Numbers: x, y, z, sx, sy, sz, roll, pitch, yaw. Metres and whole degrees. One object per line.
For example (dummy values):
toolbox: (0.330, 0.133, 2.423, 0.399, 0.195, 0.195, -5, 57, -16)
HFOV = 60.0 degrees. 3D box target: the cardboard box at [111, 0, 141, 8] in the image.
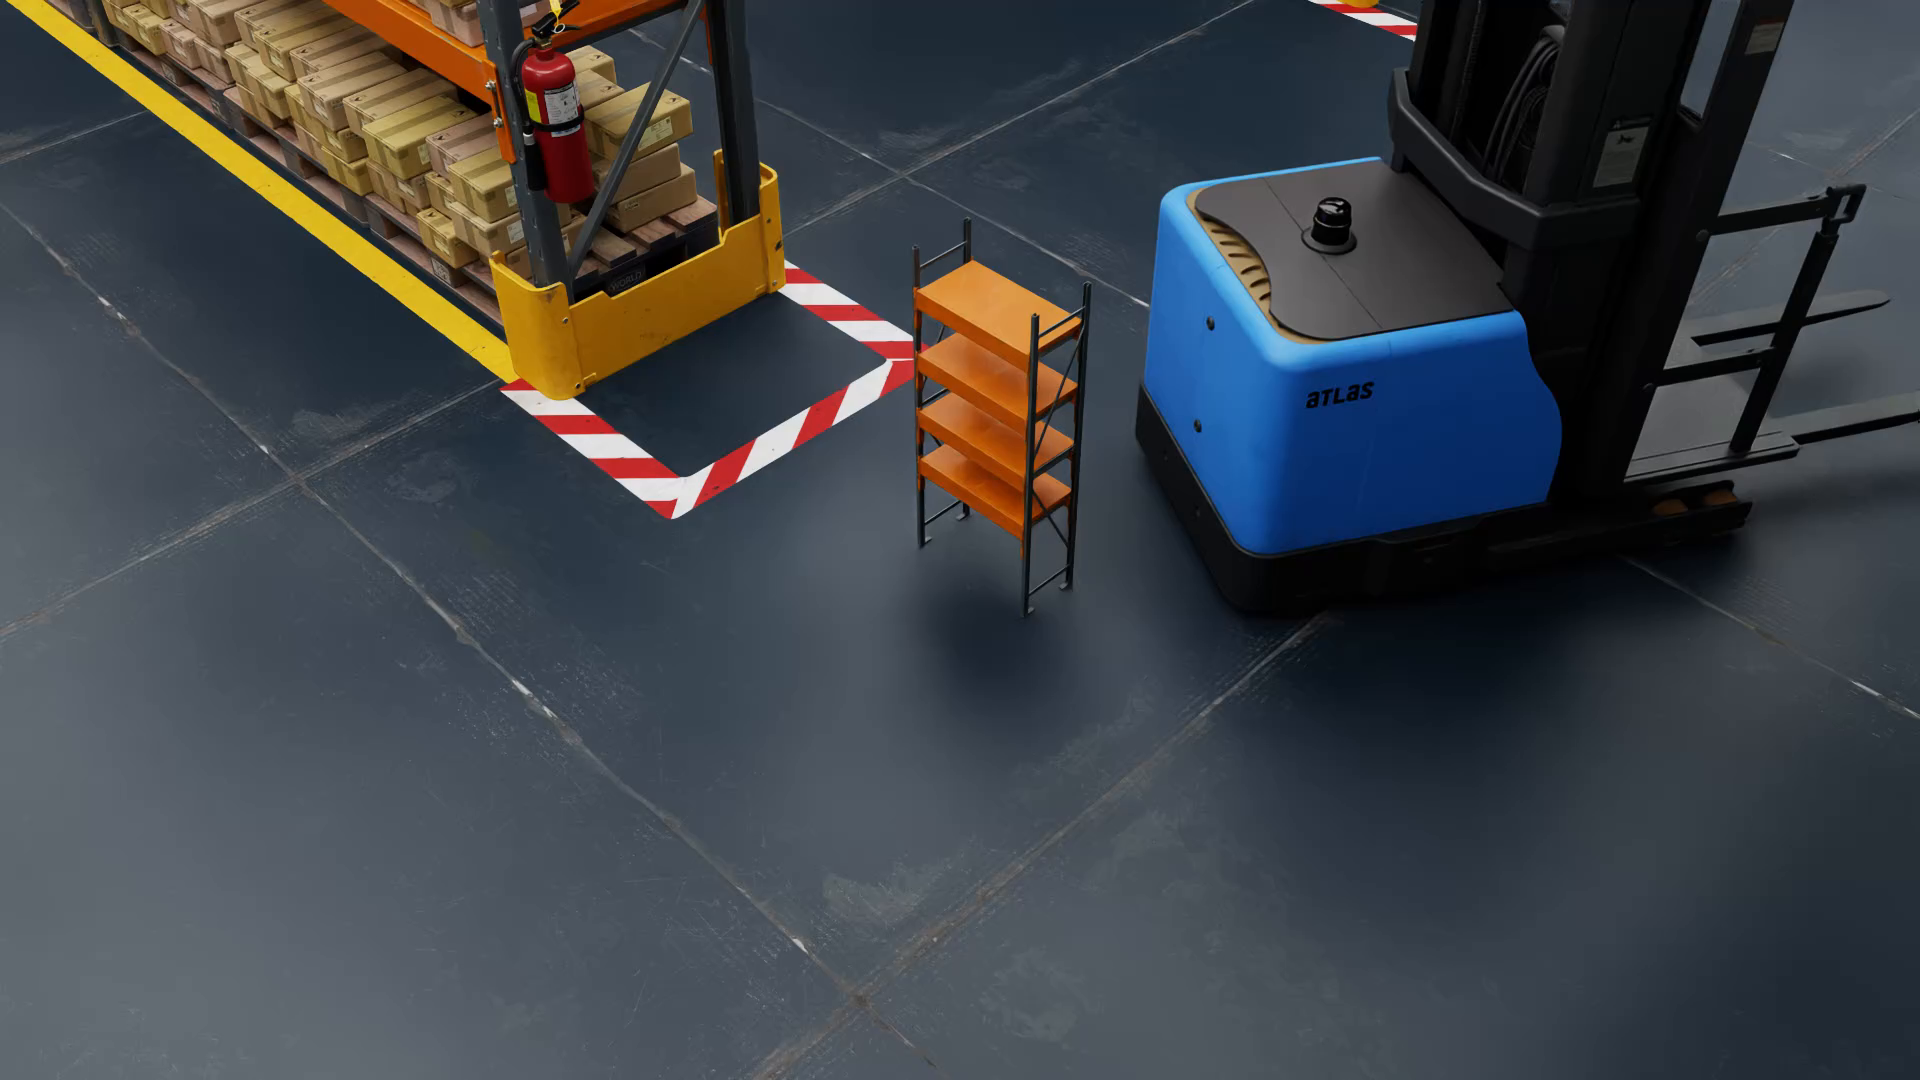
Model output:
cardboard box: (-3.972, -2.750, 8.087, 0.380, 0.149, 0.250, -32, 51, -30)

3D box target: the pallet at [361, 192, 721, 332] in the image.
pallet: (-1.779, -1.358, 7.064, 1.003, 0.211, 1.213, -34, 53, -31)

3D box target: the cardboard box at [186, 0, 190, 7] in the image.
cardboard box: (-3.339, -2.549, 7.651, 0.250, 0.149, 0.380, 33, 52, 30)

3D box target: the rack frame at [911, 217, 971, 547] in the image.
rack frame: (-0.055, -0.478, 5.384, 0.240, 1.200, 0.015, -34, 53, -31)

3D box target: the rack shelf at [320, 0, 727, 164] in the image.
rack shelf: (-2.589, -2.635, 6.922, 1.077, 0.370, 4.000, -34, 53, -31)

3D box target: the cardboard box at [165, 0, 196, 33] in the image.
cardboard box: (-3.532, -2.571, 7.894, 0.250, 0.149, 0.380, 34, 52, 31)

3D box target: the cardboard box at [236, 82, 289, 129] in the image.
cardboard box: (-3.027, -2.035, 7.533, 0.250, 0.149, 0.380, 33, 52, 30)

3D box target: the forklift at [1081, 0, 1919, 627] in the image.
forklift: (2.004, -1.351, 5.052, 3.031, 2.935, 1.130, -11, 44, -11)

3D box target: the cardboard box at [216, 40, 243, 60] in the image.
cardboard box: (-3.166, -2.297, 7.597, 0.380, 0.149, 0.250, -32, 51, -30)

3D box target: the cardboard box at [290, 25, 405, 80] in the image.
cardboard box: (-2.614, -2.046, 7.107, 0.250, 0.149, 0.380, 32, 52, 30)

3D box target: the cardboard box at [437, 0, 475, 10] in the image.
cardboard box: (-1.676, -2.177, 5.603, 0.500, 0.500, 0.500, -33, 52, -31)

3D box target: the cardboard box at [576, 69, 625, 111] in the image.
cardboard box: (-1.586, -1.754, 6.791, 0.380, 0.149, 0.250, -33, 52, -31)

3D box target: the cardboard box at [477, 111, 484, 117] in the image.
cardboard box: (-2.094, -1.906, 7.393, 0.380, 0.149, 0.250, -34, 52, -31)

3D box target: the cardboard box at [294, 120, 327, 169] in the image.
cardboard box: (-2.662, -1.788, 7.266, 0.380, 0.149, 0.250, -33, 52, -31)

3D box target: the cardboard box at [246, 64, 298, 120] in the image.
cardboard box: (-2.877, -2.015, 7.292, 0.380, 0.149, 0.250, -34, 52, -31)

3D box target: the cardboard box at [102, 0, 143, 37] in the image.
cardboard box: (-3.972, -2.639, 8.187, 0.250, 0.149, 0.380, 32, 51, 30)

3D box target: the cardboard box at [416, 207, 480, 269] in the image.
cardboard box: (-1.949, -1.274, 6.710, 0.380, 0.149, 0.250, -32, 52, -30)

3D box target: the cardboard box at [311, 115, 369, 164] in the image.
cardboard box: (-2.495, -1.763, 7.020, 0.380, 0.149, 0.250, -33, 52, -31)

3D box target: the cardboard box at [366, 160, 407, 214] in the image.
cardboard box: (-2.259, -1.555, 7.013, 0.380, 0.149, 0.250, -34, 52, -31)

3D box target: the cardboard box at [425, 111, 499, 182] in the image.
cardboard box: (-1.867, -1.546, 6.565, 0.380, 0.149, 0.250, -33, 52, -31)

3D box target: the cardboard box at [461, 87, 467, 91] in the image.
cardboard box: (-1.907, -2.016, 7.074, 0.250, 0.149, 0.380, 32, 51, 30)

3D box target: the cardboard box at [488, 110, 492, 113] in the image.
cardboard box: (-1.754, -1.764, 7.021, 0.380, 0.149, 0.250, -33, 52, -31)

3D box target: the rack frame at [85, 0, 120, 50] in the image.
rack frame: (-4.002, -3.861, 7.718, 1.000, 3.000, 0.127, -34, 53, -31)

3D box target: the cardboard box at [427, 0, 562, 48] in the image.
cardboard box: (-1.607, -1.868, 5.746, 0.380, 0.149, 0.250, -34, 53, -31)

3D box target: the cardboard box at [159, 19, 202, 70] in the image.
cardboard box: (-3.572, -2.417, 7.946, 0.250, 0.149, 0.380, 34, 52, 31)

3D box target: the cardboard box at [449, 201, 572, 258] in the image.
cardboard box: (-1.752, -1.272, 6.488, 0.250, 0.149, 0.380, 33, 52, 30)

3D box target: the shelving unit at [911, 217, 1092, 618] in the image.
shelving unit: (0.117, -0.361, 5.257, 0.258, 1.200, 0.503, -34, 53, -31)

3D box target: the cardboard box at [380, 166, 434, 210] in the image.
cardboard box: (-2.120, -1.521, 6.758, 0.250, 0.149, 0.380, 32, 52, 30)

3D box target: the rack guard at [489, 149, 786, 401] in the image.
rack guard: (-1.230, -1.057, 6.526, 1.175, 0.500, 0.348, -34, 53, -31)

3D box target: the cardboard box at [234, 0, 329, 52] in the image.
cardboard box: (-2.966, -2.296, 7.377, 0.250, 0.149, 0.380, 32, 51, 30)

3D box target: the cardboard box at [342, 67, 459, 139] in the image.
cardboard box: (-2.278, -1.764, 6.802, 0.250, 0.149, 0.380, 32, 52, 30)

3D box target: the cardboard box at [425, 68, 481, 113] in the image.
cardboard box: (-2.113, -2.021, 7.299, 0.250, 0.149, 0.380, 32, 51, 30)

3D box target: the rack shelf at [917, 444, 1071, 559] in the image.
rack shelf: (0.117, -0.166, 5.437, 0.258, 0.148, 0.480, -34, 53, -31)

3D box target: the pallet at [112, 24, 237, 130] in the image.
pallet: (-3.502, -2.531, 8.333, 1.003, 0.211, 1.213, -34, 53, -31)

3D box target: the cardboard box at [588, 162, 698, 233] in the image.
cardboard box: (-1.320, -1.451, 6.901, 0.380, 0.149, 0.250, -33, 52, -31)

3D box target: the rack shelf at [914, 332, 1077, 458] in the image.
rack shelf: (0.117, -0.476, 5.151, 0.258, 0.148, 0.480, -34, 53, -31)
